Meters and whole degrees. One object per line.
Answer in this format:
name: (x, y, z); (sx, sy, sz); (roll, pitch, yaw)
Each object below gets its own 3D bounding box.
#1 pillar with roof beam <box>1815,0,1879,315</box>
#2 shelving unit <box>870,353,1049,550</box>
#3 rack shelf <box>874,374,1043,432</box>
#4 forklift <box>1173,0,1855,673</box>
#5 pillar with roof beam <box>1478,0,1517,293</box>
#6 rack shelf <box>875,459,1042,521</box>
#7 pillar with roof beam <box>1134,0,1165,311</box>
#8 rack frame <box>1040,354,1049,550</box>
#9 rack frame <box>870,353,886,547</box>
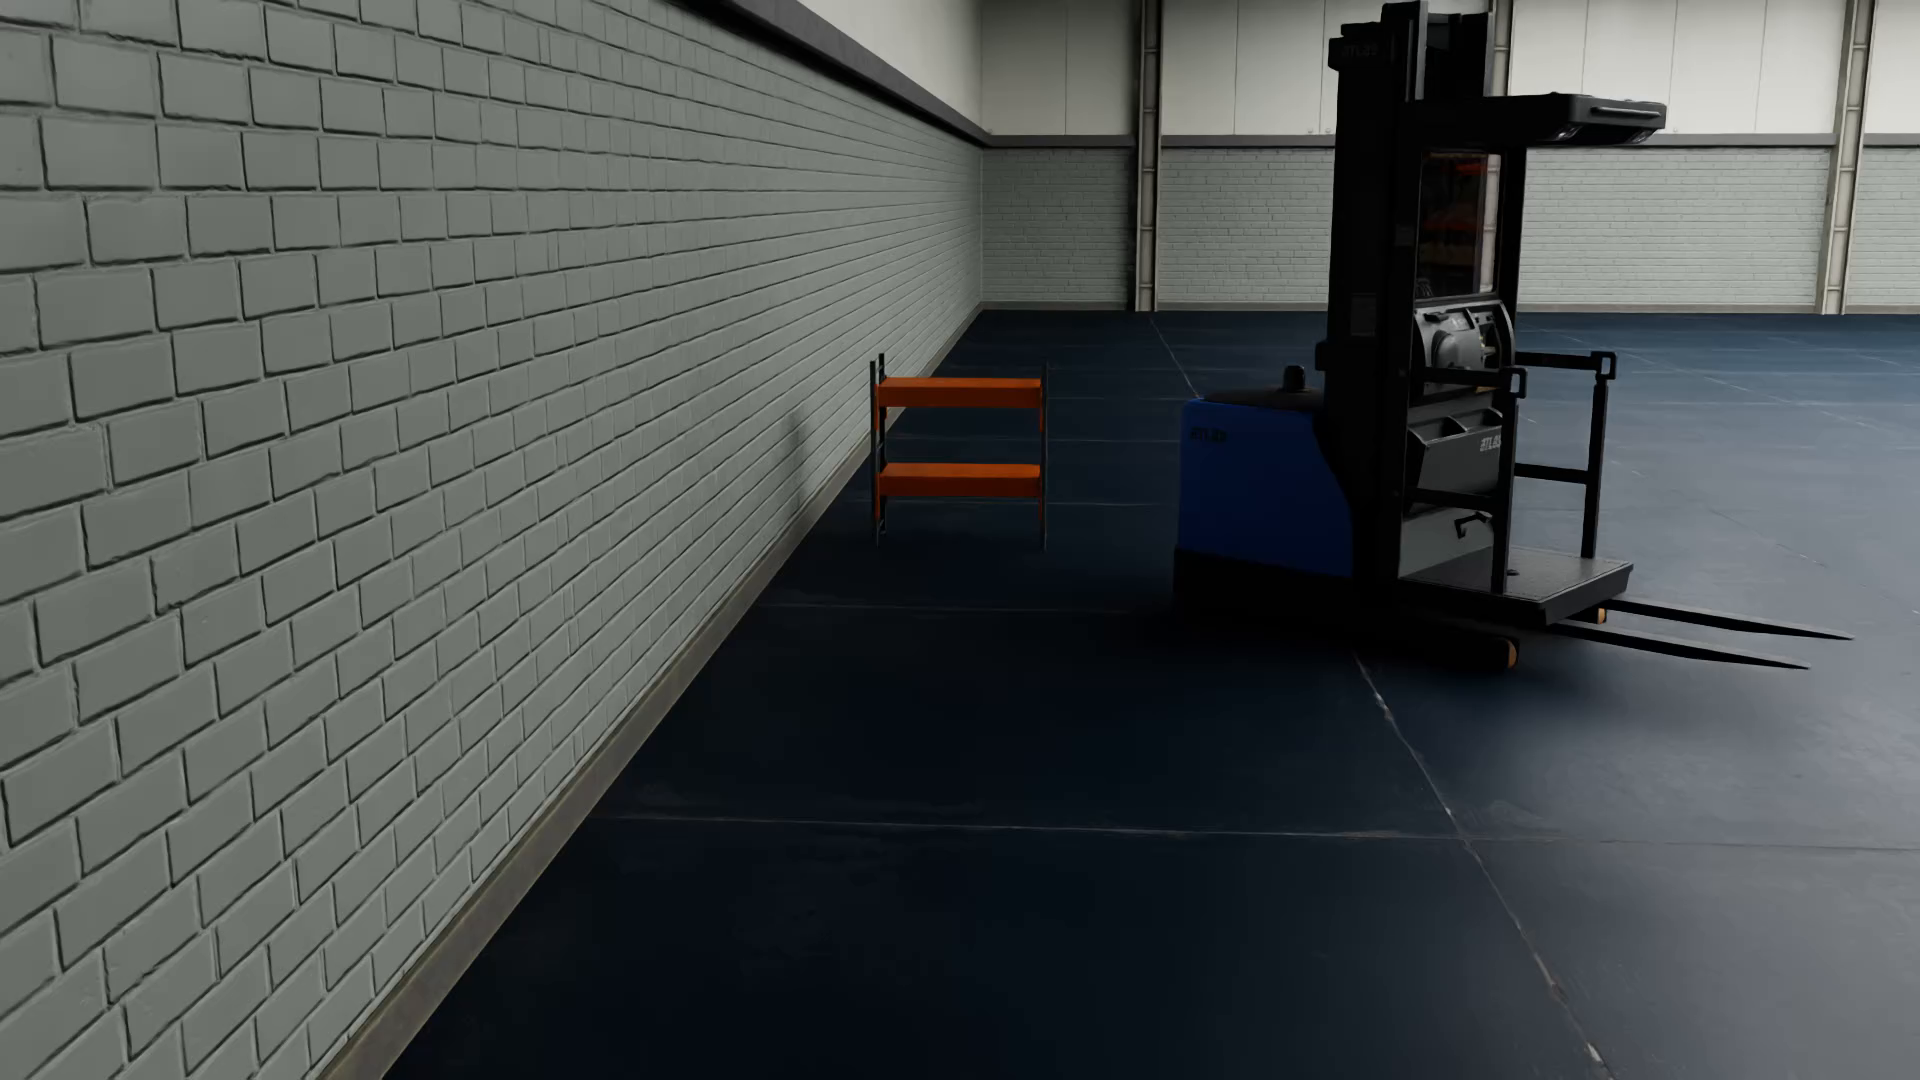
pillar with roof beam: (15.048, -7.514, 24.211); (0.400, 9.000, 9.100); (1, 12, 4)
shelving unit: (0.007, -0.550, 10.152); (1.048, 1.125, 0.538); (1, 12, 4)
rack shelf: (0.007, -0.837, 10.093); (1.000, 0.278, 0.538); (1, 12, 4)
forklift: (2.530, -0.959, 7.696); (3.031, 2.935, 1.130); (11, 16, 41)
pillar with roof beam: (9.062, -7.596, 24.604); (0.400, 9.000, 9.100); (1, 12, 4)
rack shelf: (0.007, -0.311, 10.203); (1.000, 0.278, 0.538); (1, 12, 4)
pillar with roof beam: (3.075, -7.678, 24.996); (0.400, 9.000, 9.100); (1, 12, 4)
rack frame: (0.514, -0.544, 10.119); (0.032, 1.125, 0.500); (1, 12, 4)
rack frame: (-0.500, -0.557, 10.186); (0.032, 1.125, 0.500); (1, 12, 4)
